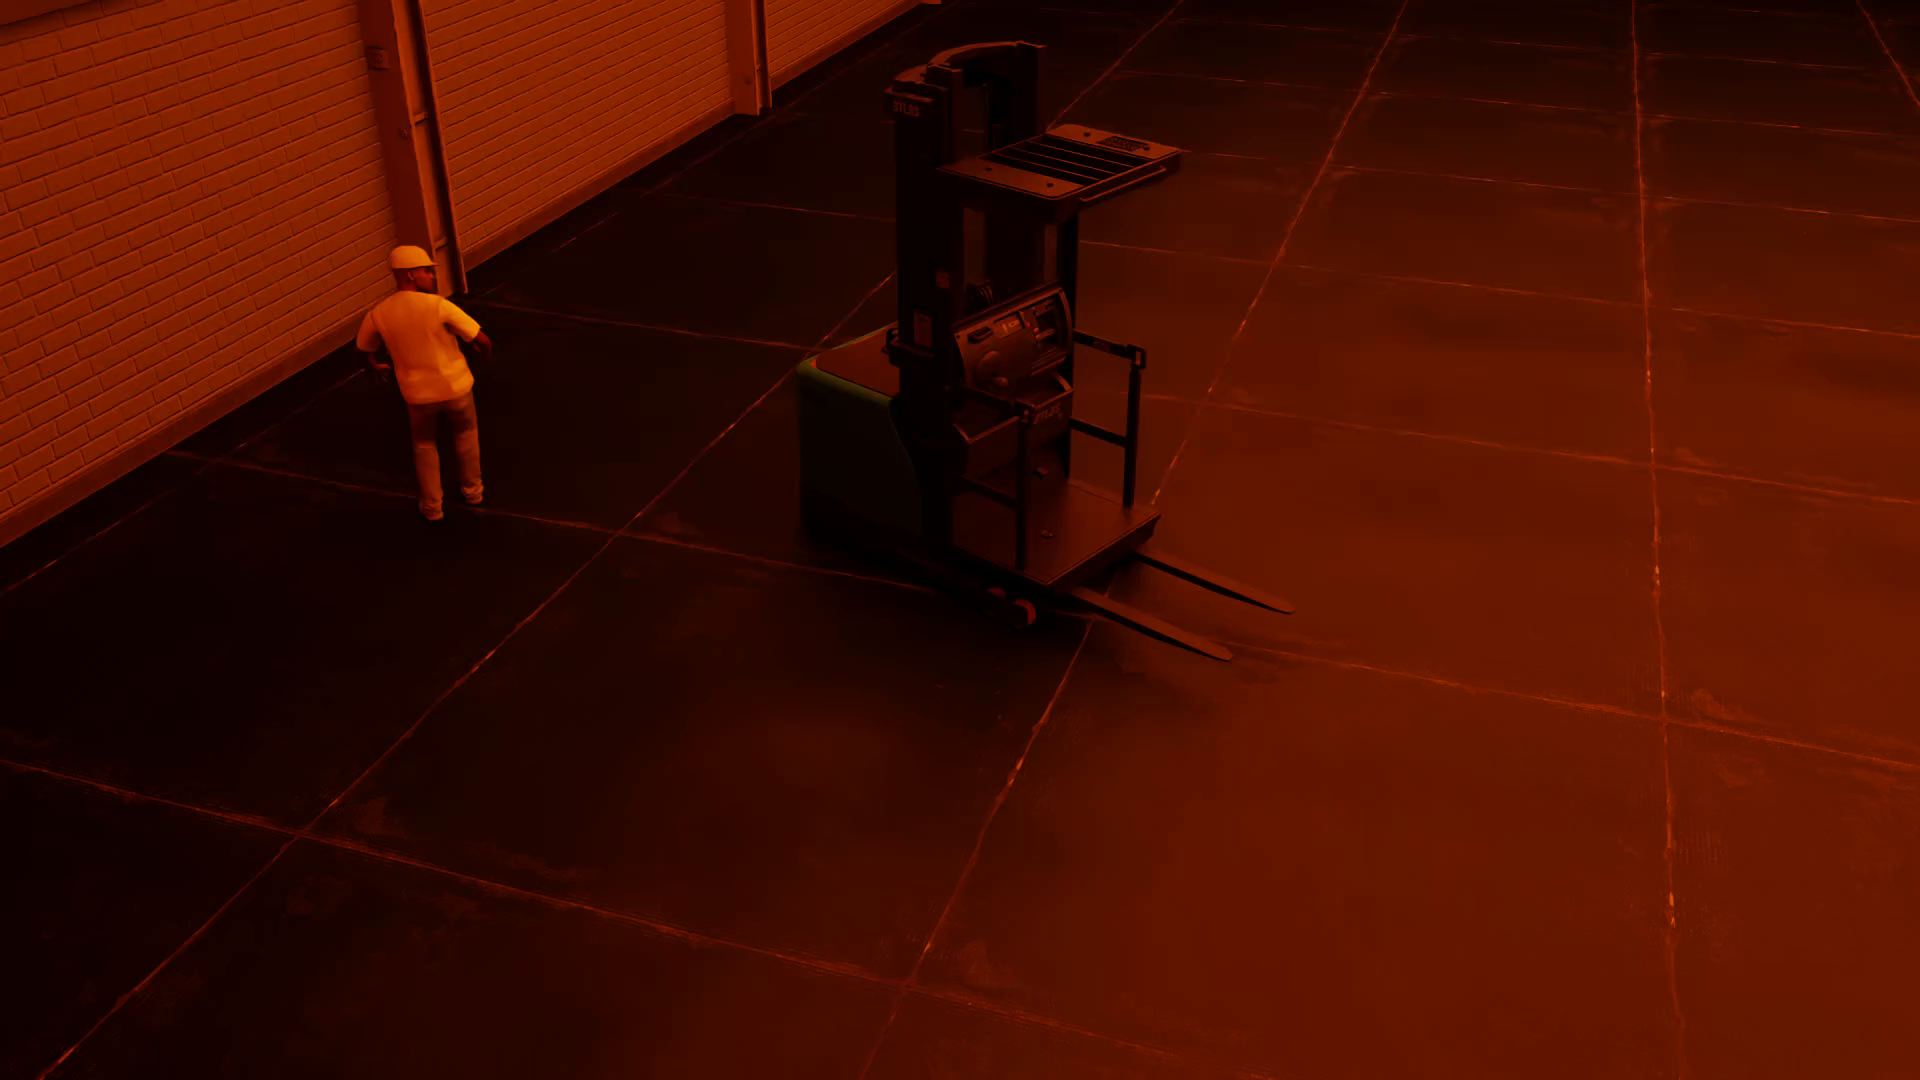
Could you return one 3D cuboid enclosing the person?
[{"bbox_3d":[-3.207,-0.955,10.077,0.818,1.709,0.550,-3,30,-6],"label":"person"}]

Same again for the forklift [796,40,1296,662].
[{"bbox_3d":[0.459,-1.074,9.021,3.031,2.935,1.130,23,37,35],"label":"forklift"}]
